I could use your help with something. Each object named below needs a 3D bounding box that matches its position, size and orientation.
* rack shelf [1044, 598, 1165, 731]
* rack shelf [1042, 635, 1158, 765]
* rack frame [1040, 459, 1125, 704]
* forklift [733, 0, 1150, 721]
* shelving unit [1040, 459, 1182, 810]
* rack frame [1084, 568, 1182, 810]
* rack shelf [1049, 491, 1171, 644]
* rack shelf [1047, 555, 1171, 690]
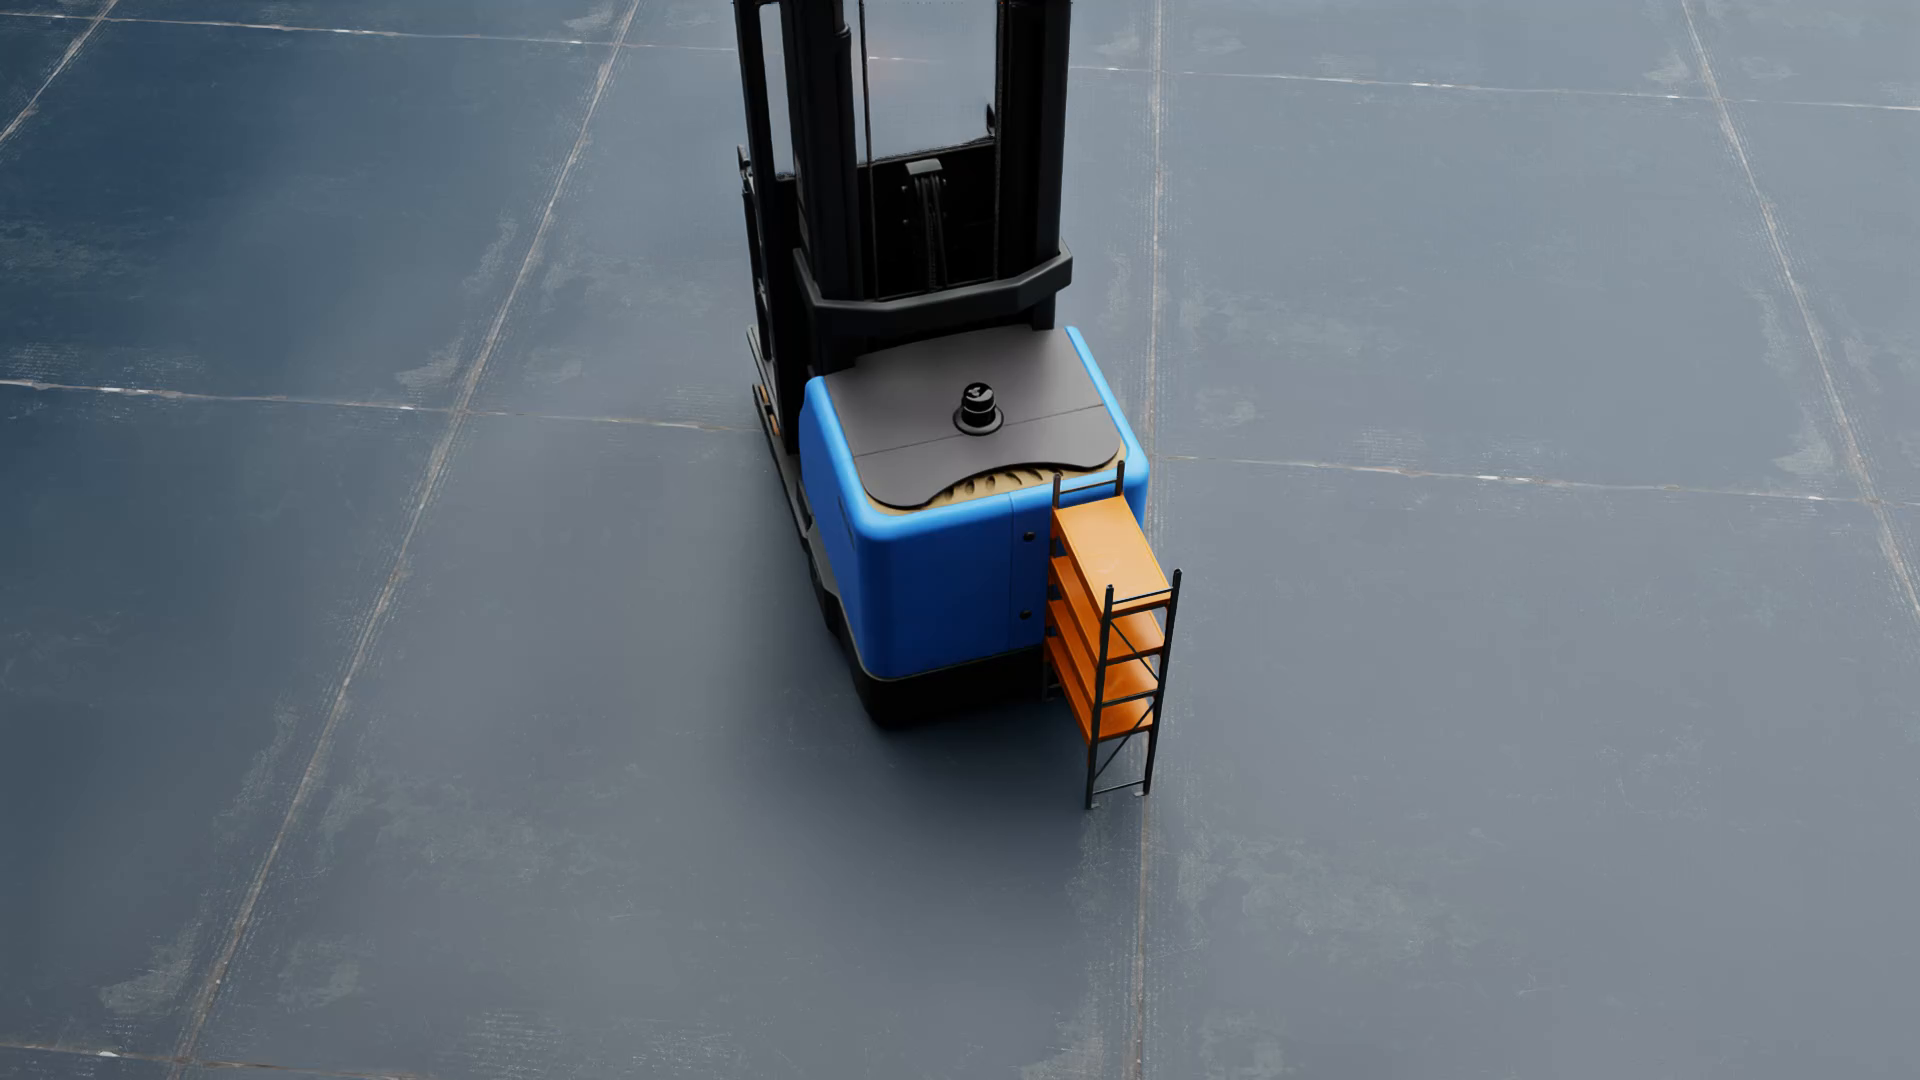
[{"bbox_3d":[0.486,0.393,5.668,0.258,0.148,0.480,-13,49,-11],"label":"rack shelf"},{"bbox_3d":[0.486,0.527,5.815,0.258,0.148,0.480,-13,49,-11],"label":"rack shelf"},{"bbox_3d":[0.416,0.175,5.776,0.240,1.200,0.015,-13,49,-11],"label":"rack frame"},{"bbox_3d":[-0.261,-1.442,6.083,1.130,2.935,3.031,-13,49,-11],"label":"forklift"},{"bbox_3d":[0.486,0.348,5.619,0.258,1.200,0.503,-13,49,-11],"label":"shelving unit"},{"bbox_3d":[0.556,0.520,5.461,0.240,1.200,0.015,-13,49,-11],"label":"rack frame"},{"bbox_3d":[0.486,0.083,5.329,0.258,0.148,0.480,-13,49,-11],"label":"rack shelf"},{"bbox_3d":[0.486,0.242,5.503,0.258,0.148,0.480,-13,49,-11],"label":"rack shelf"}]
